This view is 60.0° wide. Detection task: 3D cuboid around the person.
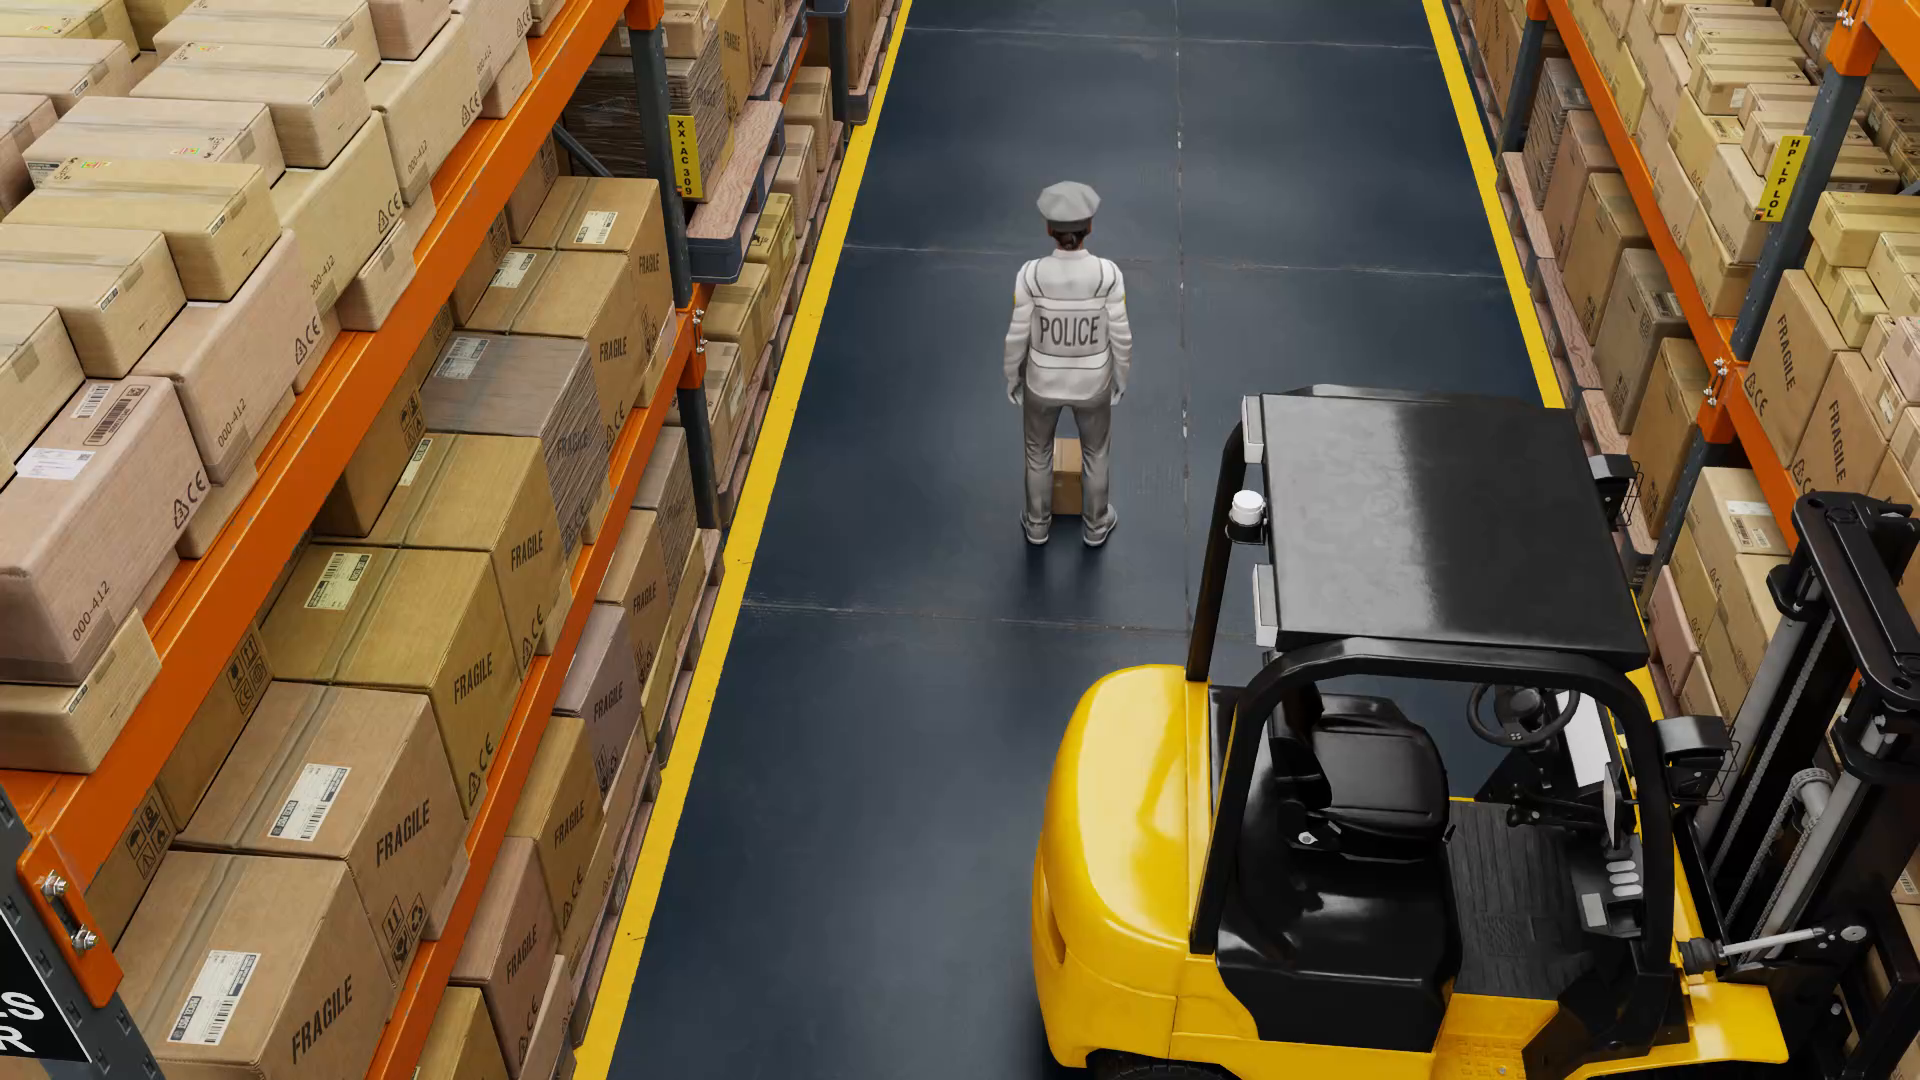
[{"bbox_3d":[0.448,-0.676,6.950,0.528,1.664,0.373,3,40,4],"label":"person"}]
